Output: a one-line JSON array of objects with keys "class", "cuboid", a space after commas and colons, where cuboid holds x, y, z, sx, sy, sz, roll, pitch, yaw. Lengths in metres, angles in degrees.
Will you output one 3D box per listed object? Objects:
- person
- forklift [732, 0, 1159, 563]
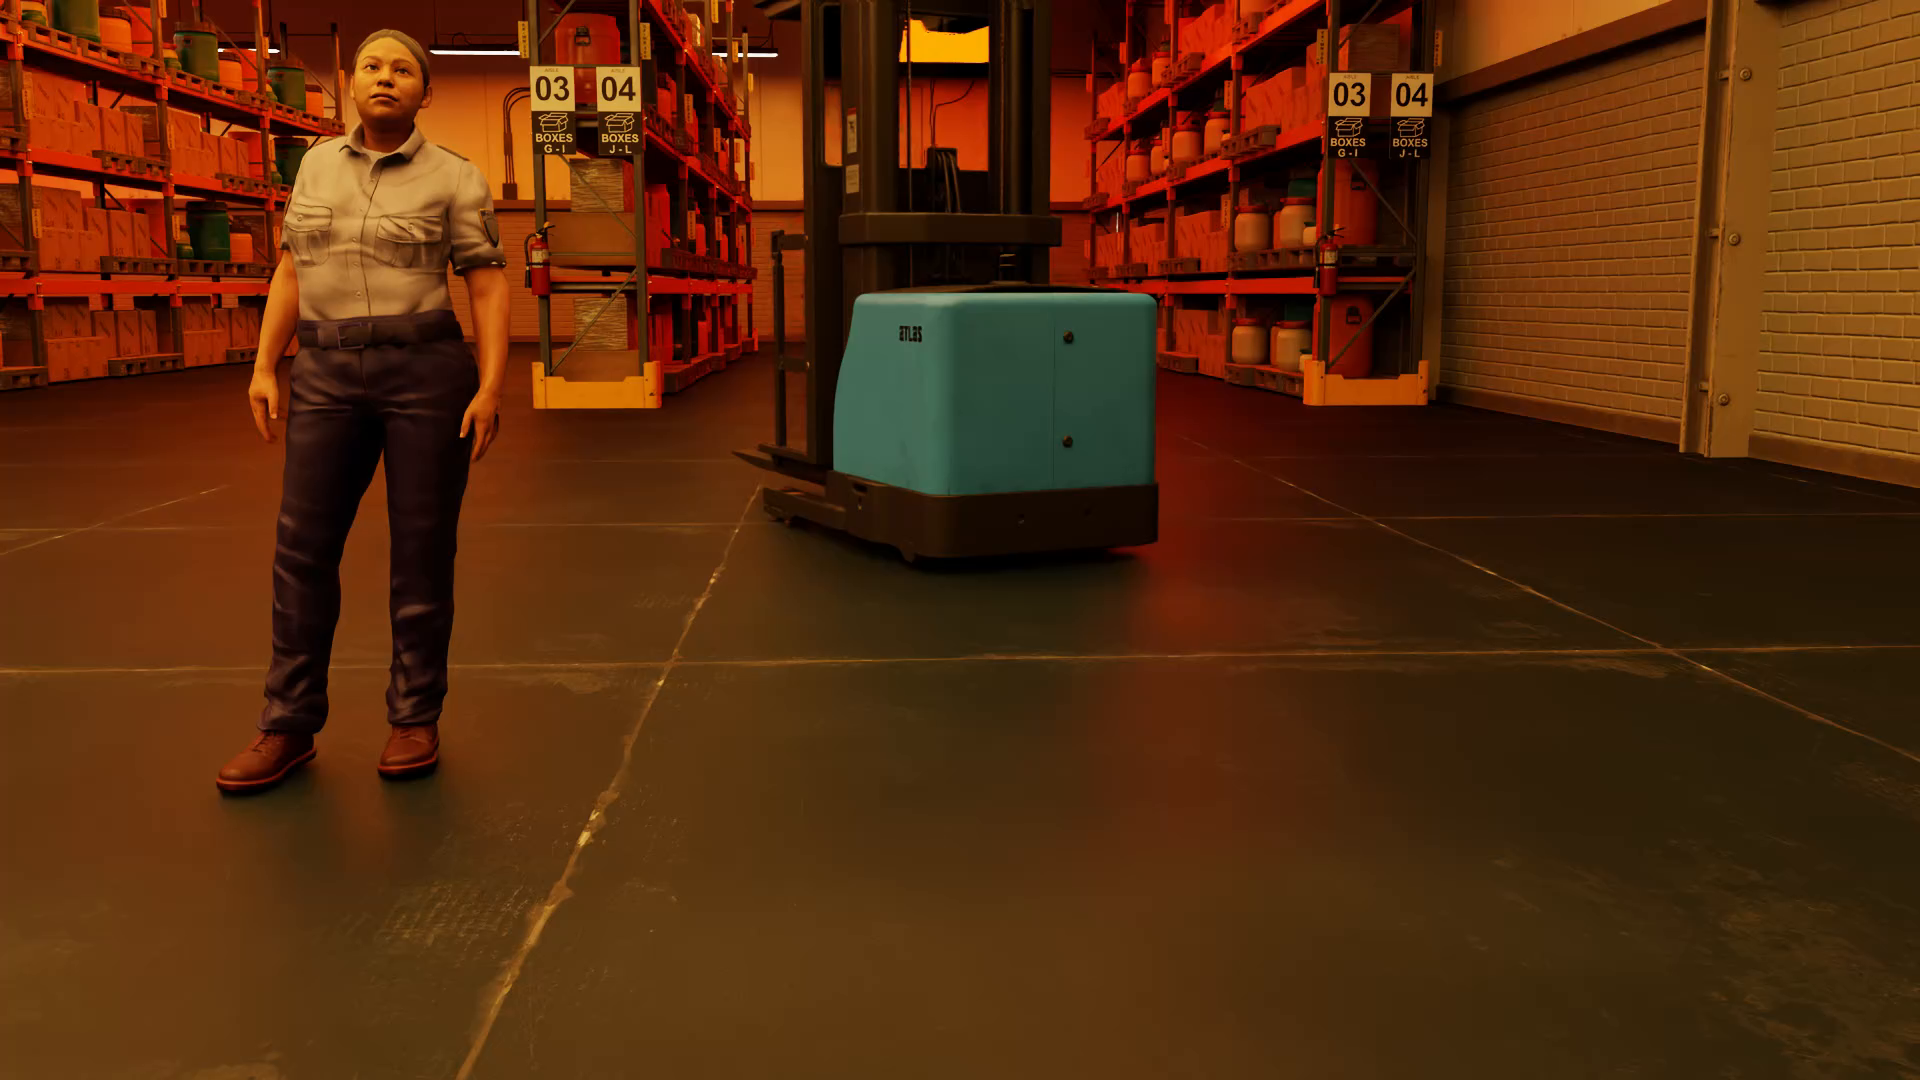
[{"class": "person", "cuboid": [-1.326, -0.299, 3.701, 0.598, 1.640, 0.502, 0, 8, 0]}, {"class": "forklift", "cuboid": [-0.285, -1.537, 7.682, 1.130, 2.935, 3.031, -4, 9, -25]}]
